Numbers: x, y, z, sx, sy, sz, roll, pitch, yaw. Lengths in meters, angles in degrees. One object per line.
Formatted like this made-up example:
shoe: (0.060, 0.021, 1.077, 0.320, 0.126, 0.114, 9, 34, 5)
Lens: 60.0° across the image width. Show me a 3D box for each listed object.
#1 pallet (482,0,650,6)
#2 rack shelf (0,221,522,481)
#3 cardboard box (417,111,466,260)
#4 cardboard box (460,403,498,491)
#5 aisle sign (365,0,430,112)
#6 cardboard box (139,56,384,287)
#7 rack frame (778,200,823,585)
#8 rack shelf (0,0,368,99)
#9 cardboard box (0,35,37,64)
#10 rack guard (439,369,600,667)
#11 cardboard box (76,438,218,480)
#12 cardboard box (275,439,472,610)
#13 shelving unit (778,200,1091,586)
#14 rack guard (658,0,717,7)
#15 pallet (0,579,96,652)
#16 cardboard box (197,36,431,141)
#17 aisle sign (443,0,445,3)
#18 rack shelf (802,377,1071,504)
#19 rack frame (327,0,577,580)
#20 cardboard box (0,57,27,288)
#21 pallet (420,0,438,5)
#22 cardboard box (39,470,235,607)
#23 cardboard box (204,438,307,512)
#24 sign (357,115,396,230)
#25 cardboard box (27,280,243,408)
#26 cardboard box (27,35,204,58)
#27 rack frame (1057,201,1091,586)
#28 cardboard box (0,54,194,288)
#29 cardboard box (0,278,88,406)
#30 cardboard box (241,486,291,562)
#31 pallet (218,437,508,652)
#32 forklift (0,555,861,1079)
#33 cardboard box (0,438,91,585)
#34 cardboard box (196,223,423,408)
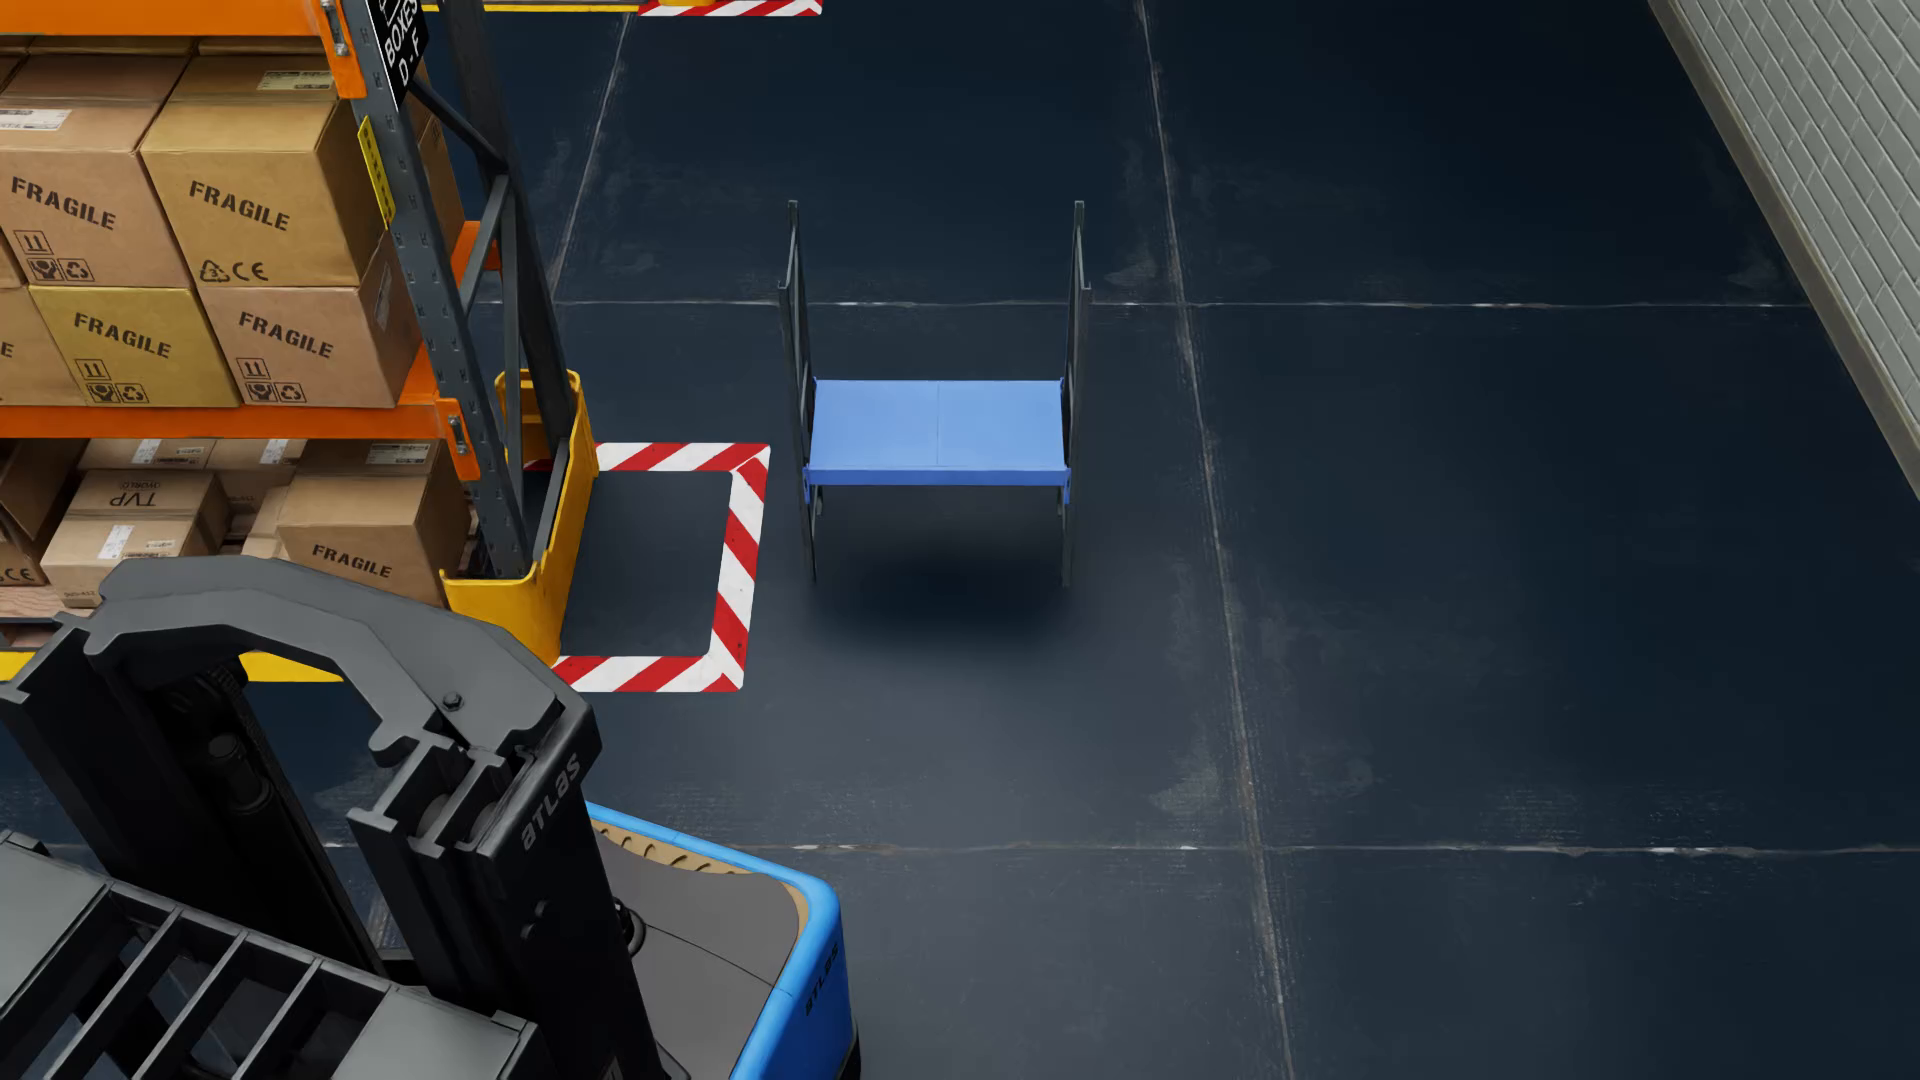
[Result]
pallet: (-2.427, -3.571, 10.010, 1.213, 0.211, 1.003, 0, 47, 0)
rack shelf: (-3.641, -0.710, 5.934, 4.000, 0.370, 1.077, 0, 47, 0)
cardboard box: (-2.084, -1.178, 5.810, 0.500, 0.500, 0.500, 1, 47, 1)
cardboard box: (-2.059, -0.381, 6.784, 0.250, 0.149, 0.380, 0, 47, 0)
aisle sign: (-1.574, -1.611, 4.505, 0.004, 0.787, 0.394, 0, 47, 0)
cardboard box: (-2.088, -1.125, 5.077, 0.500, 0.500, 0.500, 0, 47, 0)
rack frame: (-0.594, -0.513, 6.283, 0.032, 1.500, 0.500, 0, 47, 0)
rack shelf: (-3.641, -1.732, 4.836, 4.000, 0.370, 1.077, 0, 47, 0)
cardboard box: (-3.107, -1.520, 5.445, 0.500, 0.500, 0.500, 1, 47, 1)
rack guard: (-1.717, -0.099, 6.581, 0.348, 0.500, 1.175, 0, 47, 0)
cardboard box: (-3.184, -0.375, 6.708, 0.500, 0.250, 0.500, 0, 47, 0)
cardboard box: (-2.186, -0.069, 6.253, 0.500, 0.500, 0.500, 0, 47, 0)
shelving unit: (-0.085, -0.511, 6.282, 1.048, 1.500, 0.538, 0, 47, 0)
rack guard: (-1.603, -3.724, 9.956, 0.348, 0.500, 1.175, 0, 47, 0)
pallet: (-3.732, -0.007, 6.693, 1.213, 0.211, 1.003, 0, 47, 0)
cardboard box: (-2.084, -1.519, 5.444, 0.500, 0.500, 0.500, 1, 47, 1)
aisle sign: (-1.572, -2.051, 4.914, 0.004, 0.787, 0.394, 0, 47, 0)
rack shelf: (-0.085, -0.389, 6.414, 1.000, 0.185, 0.538, 0, 47, 0)
rack frame: (-1.641, -0.950, 5.666, 0.127, 3.000, 1.000, 0, 47, 0)
cardboard box: (-3.111, -1.123, 5.076, 0.500, 0.500, 0.500, 1, 47, 1)
pallet: (-3.643, -3.576, 10.015, 1.213, 0.211, 1.003, 0, 47, 0)
cardboard box: (-3.136, -0.009, 6.368, 0.500, 0.250, 0.500, 0, 47, 0)
cardboard box: (-2.684, -0.374, 6.707, 0.500, 0.250, 0.500, 0, 47, 0)
sign: (-1.664, -1.046, 4.748, 0.005, 0.325, 0.100, 0, 47, 0)
cardboard box: (-2.609, -0.785, 5.444, 0.500, 0.500, 0.500, 1, 47, 0)
cardboard box: (-2.607, -1.515, 5.440, 0.500, 0.500, 0.500, 1, 47, 1)
rack frame: (0.423, -0.510, 6.281, 0.032, 1.500, 0.500, 0, 47, 0)
cardboard box: (-2.593, -1.125, 5.078, 0.500, 0.500, 0.500, 1, 47, 1)
cardboard box: (-3.108, -0.790, 5.449, 0.500, 0.500, 0.500, 0, 47, 0)
cardboard box: (-2.591, -0.023, 6.438, 0.250, 0.166, 0.380, 0, 47, 0)
pallet: (-2.515, -0.002, 6.688, 1.213, 0.211, 1.003, 0, 47, 0)
forklift: (-1.298, 1.558, 3.379, 1.130, 2.935, 3.031, 15, 49, 14)
cardboard box: (-3.763, -0.259, 6.427, 0.637, 0.503, 0.797, 0, 47, 0)
cardboard box: (-2.090, -0.786, 5.445, 0.500, 0.500, 0.500, 1, 47, 1)
